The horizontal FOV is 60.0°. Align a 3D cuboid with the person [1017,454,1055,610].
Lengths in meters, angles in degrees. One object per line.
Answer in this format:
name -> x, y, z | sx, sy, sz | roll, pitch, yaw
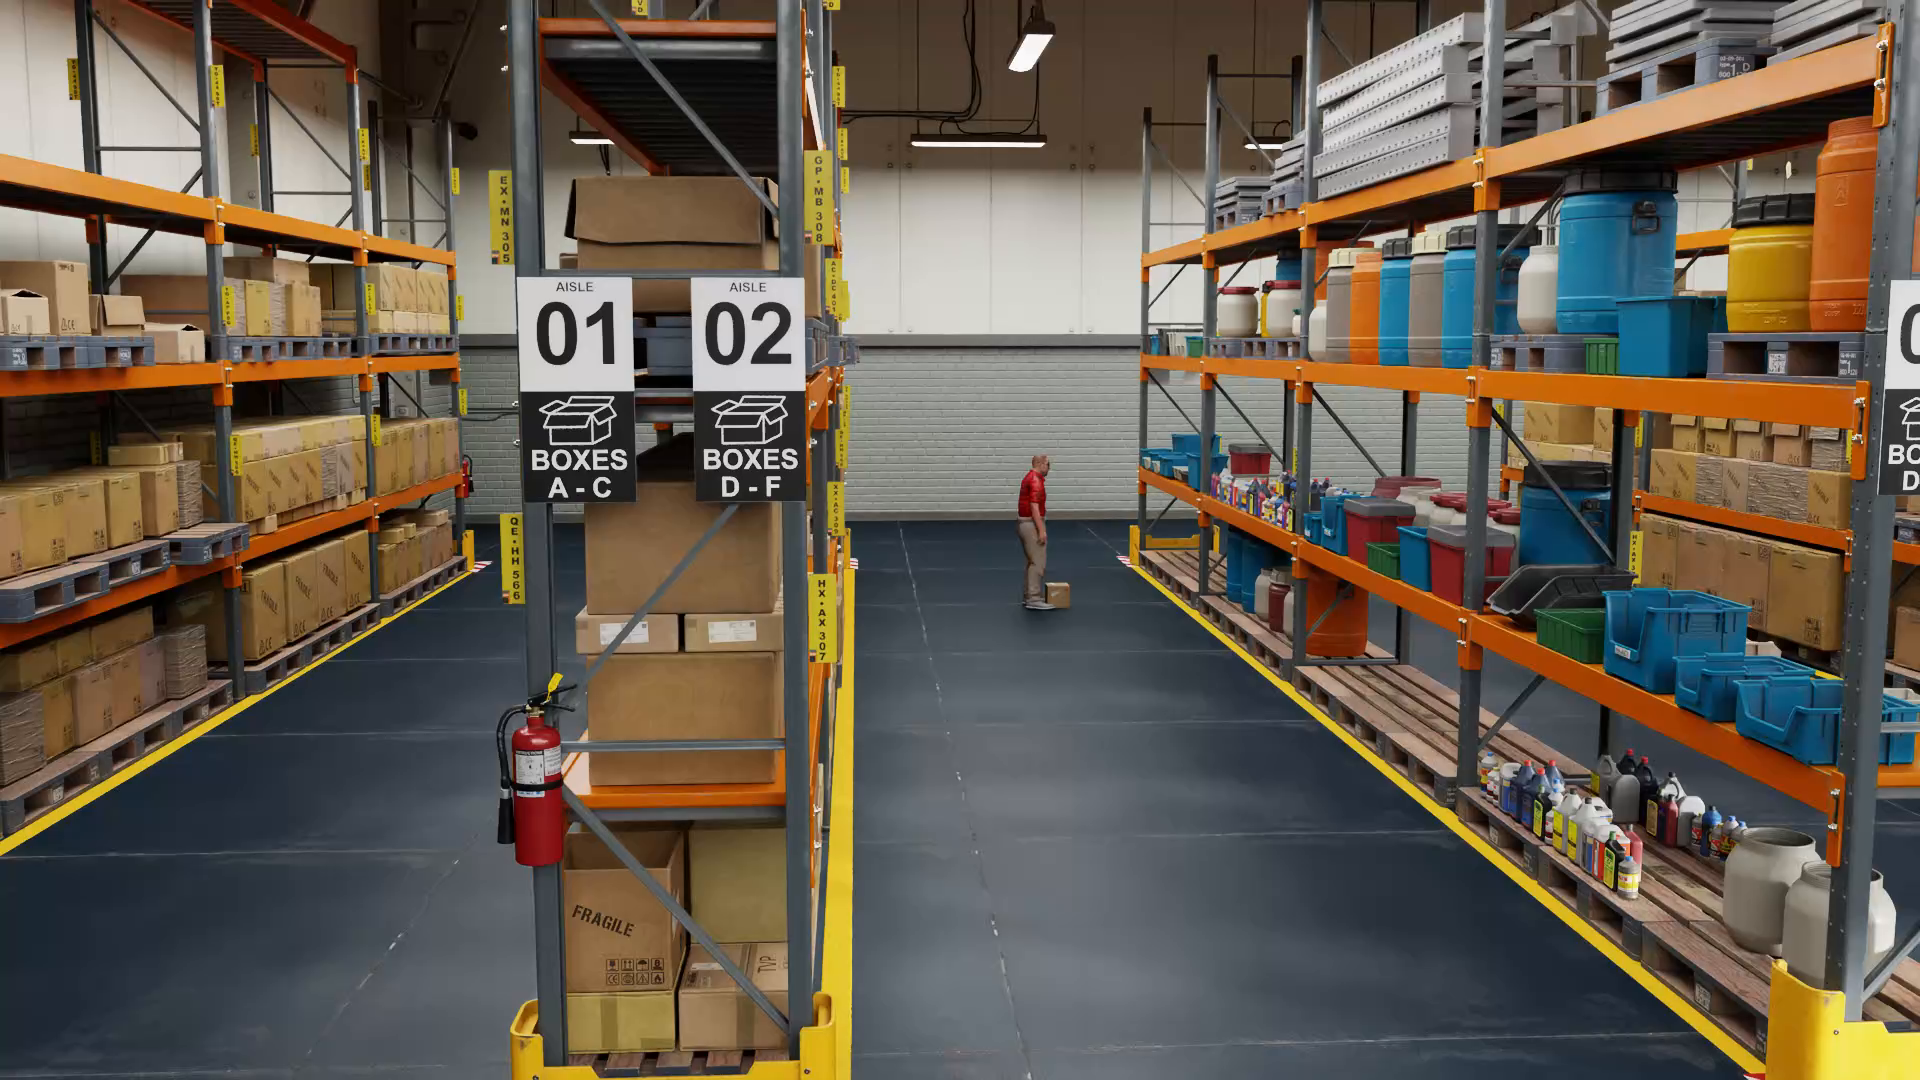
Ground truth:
person -> 0.848, -0.107, 18.695 | 0.399, 1.727, 0.606 | -1, 7, -7
